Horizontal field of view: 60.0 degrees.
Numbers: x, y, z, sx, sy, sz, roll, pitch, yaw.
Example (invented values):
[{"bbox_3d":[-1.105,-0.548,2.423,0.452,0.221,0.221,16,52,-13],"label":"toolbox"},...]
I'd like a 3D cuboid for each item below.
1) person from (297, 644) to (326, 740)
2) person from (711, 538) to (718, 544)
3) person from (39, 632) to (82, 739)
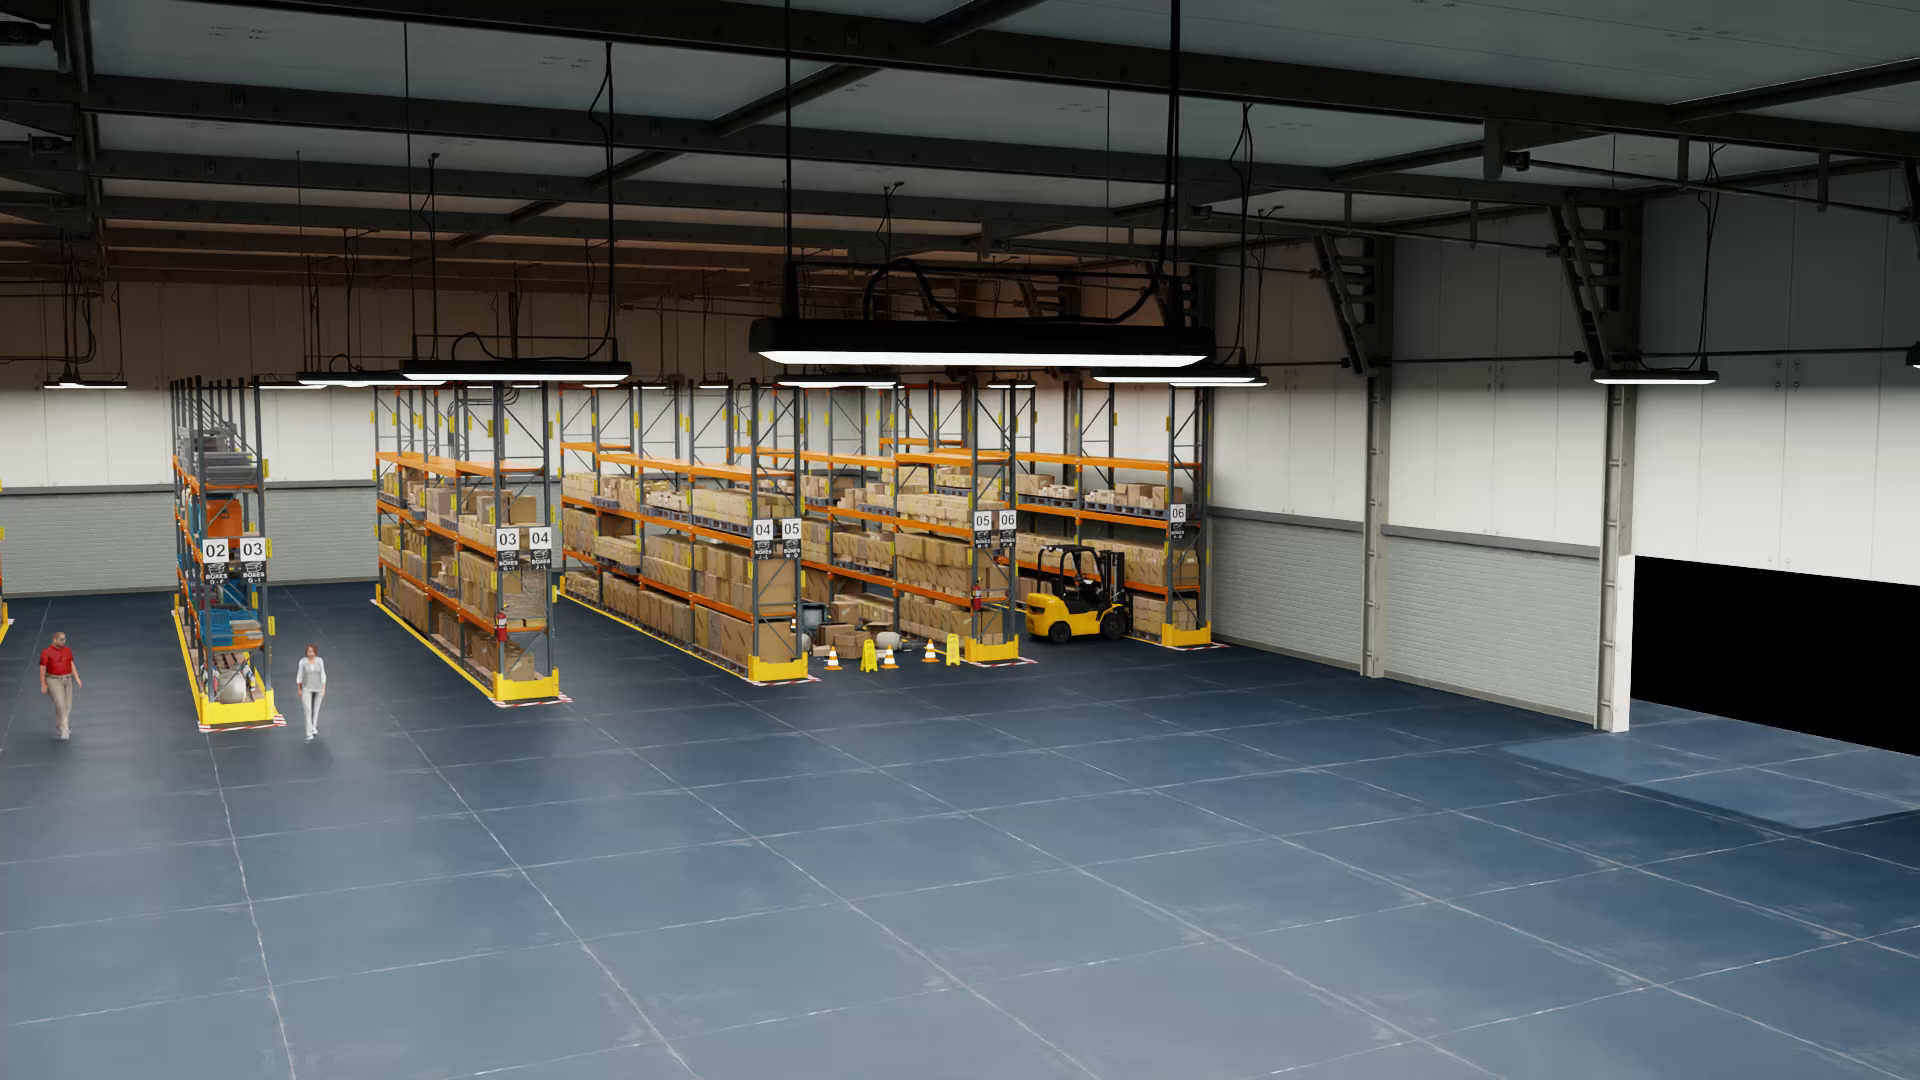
[{"bbox_3d":[-10.684,2.489,27.438,0.438,1.549,0.932,-4,6,-36],"label":"person"},{"bbox_3d":[-6.655,0.837,44.973,0.617,1.761,0.482,-4,6,-35],"label":"person"},{"bbox_3d":[-14.946,2.429,27.716,0.605,1.789,0.564,2,5,21],"label":"person"}]
